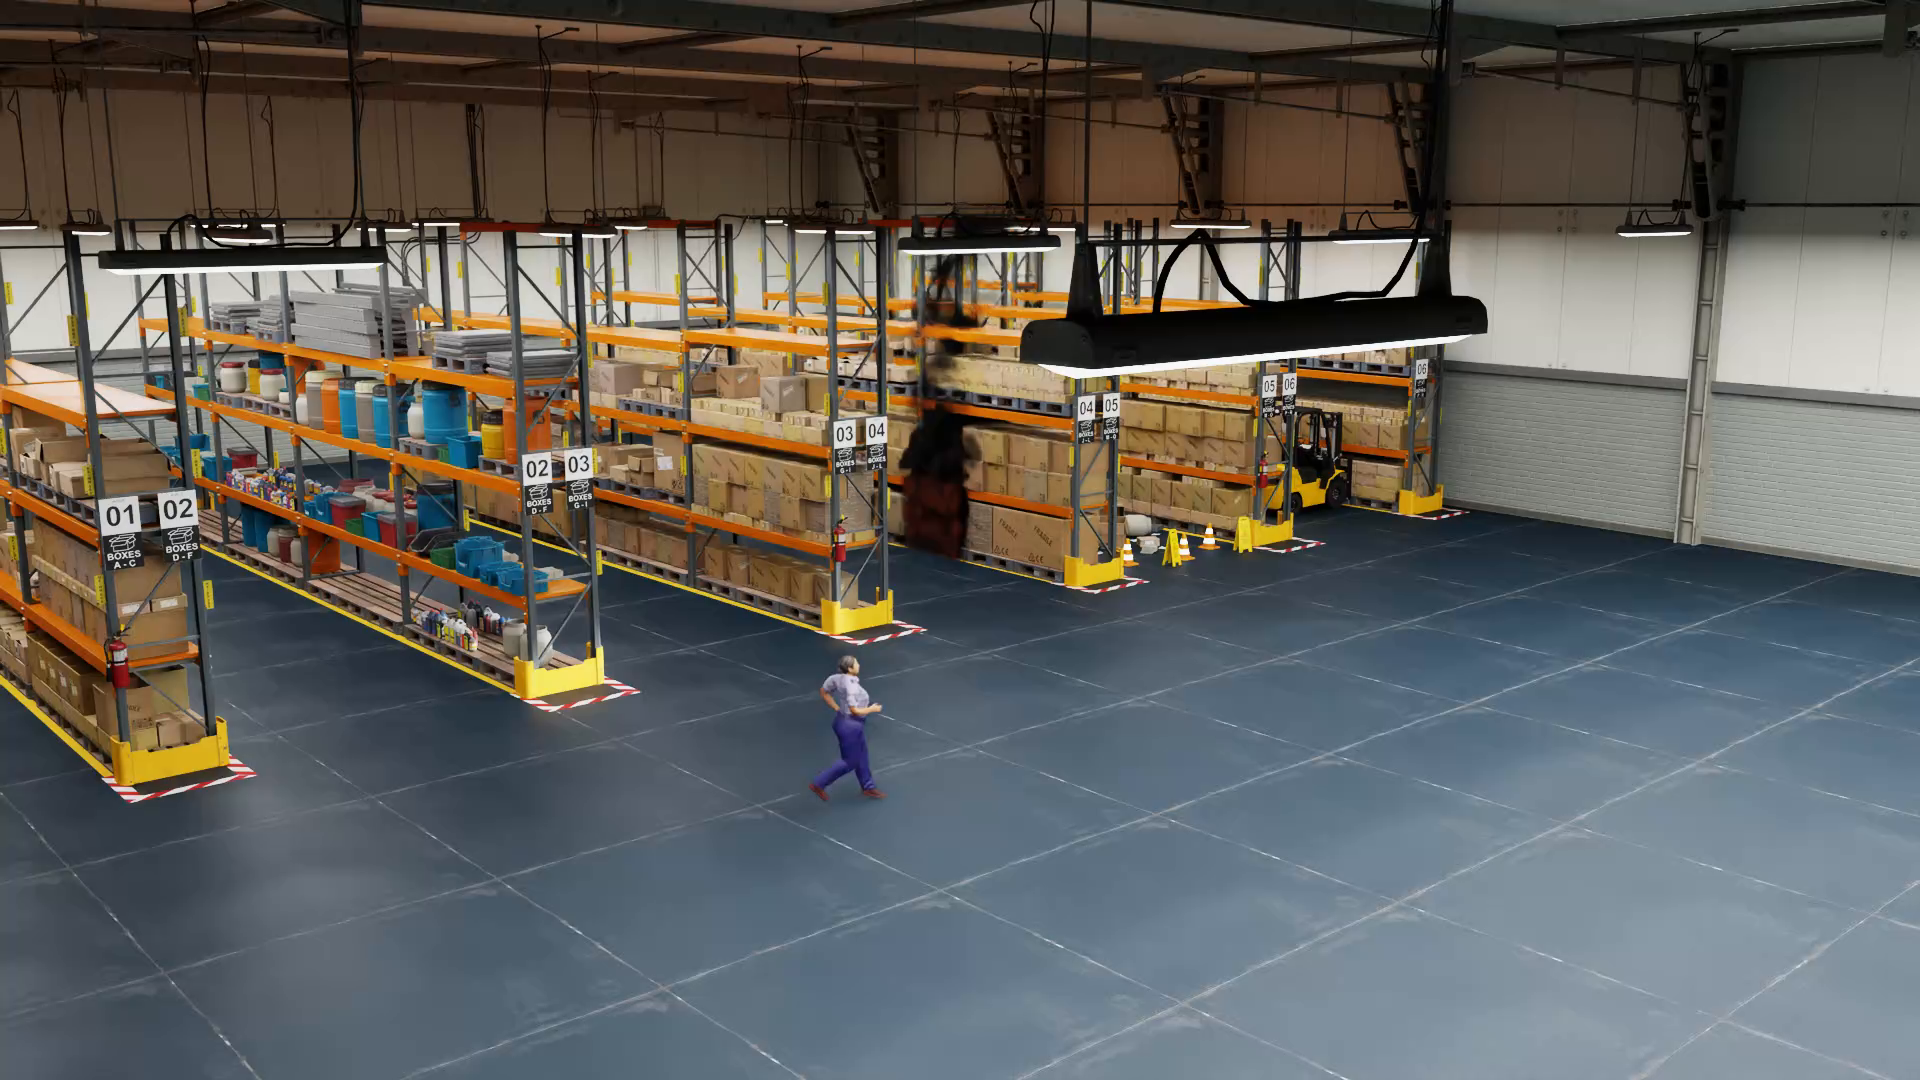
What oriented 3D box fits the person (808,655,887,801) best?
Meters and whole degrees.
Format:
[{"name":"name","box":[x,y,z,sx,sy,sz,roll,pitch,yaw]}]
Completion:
[{"name":"person","box":[-1.201,2.026,17.693,0.923,1.662,0.606,-5,12,-22]}]

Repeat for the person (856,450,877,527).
[{"name":"person","box":[-1.800,-0.884,30.470,0.687,1.888,0.803,-11,15,-42]}]
